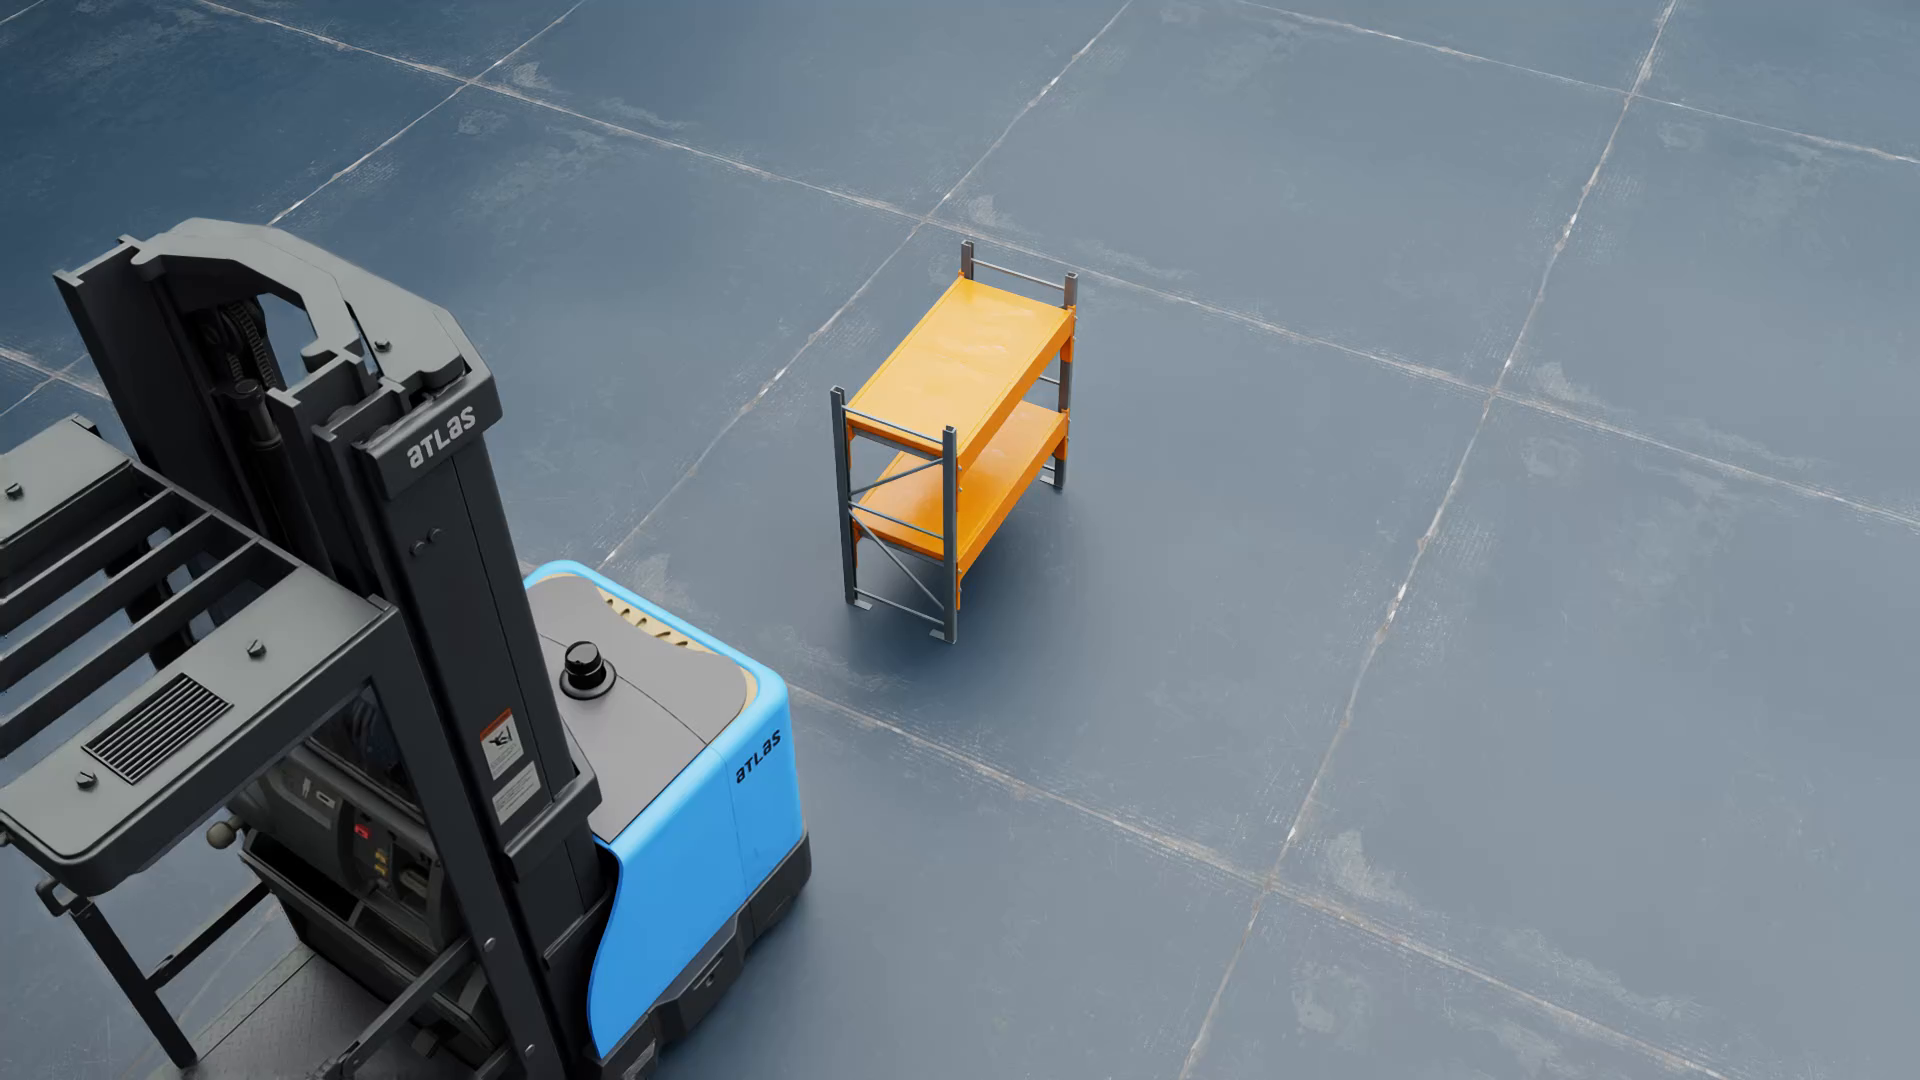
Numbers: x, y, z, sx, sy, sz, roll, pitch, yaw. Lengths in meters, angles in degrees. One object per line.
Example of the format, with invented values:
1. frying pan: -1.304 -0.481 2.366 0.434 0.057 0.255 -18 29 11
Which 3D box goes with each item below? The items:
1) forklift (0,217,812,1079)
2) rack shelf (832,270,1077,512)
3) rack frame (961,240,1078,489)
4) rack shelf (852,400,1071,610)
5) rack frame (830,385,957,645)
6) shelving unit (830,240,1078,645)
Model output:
1. forklift: -1.764 0.823 4.155 1.130 2.935 3.031 26 51 23
2. rack shelf: -0.003 -0.597 6.417 0.538 0.278 1.000 20 49 19
3. rack frame: 0.233 -0.711 6.942 0.500 1.125 0.032 20 49 19
4. rack shelf: -0.003 -0.219 6.800 0.538 0.278 1.000 20 49 19
5. rack frame: -0.239 -0.071 6.309 0.500 1.125 0.032 20 49 19
6. shelving unit: -0.003 -0.391 6.626 0.538 1.125 1.048 20 49 19
